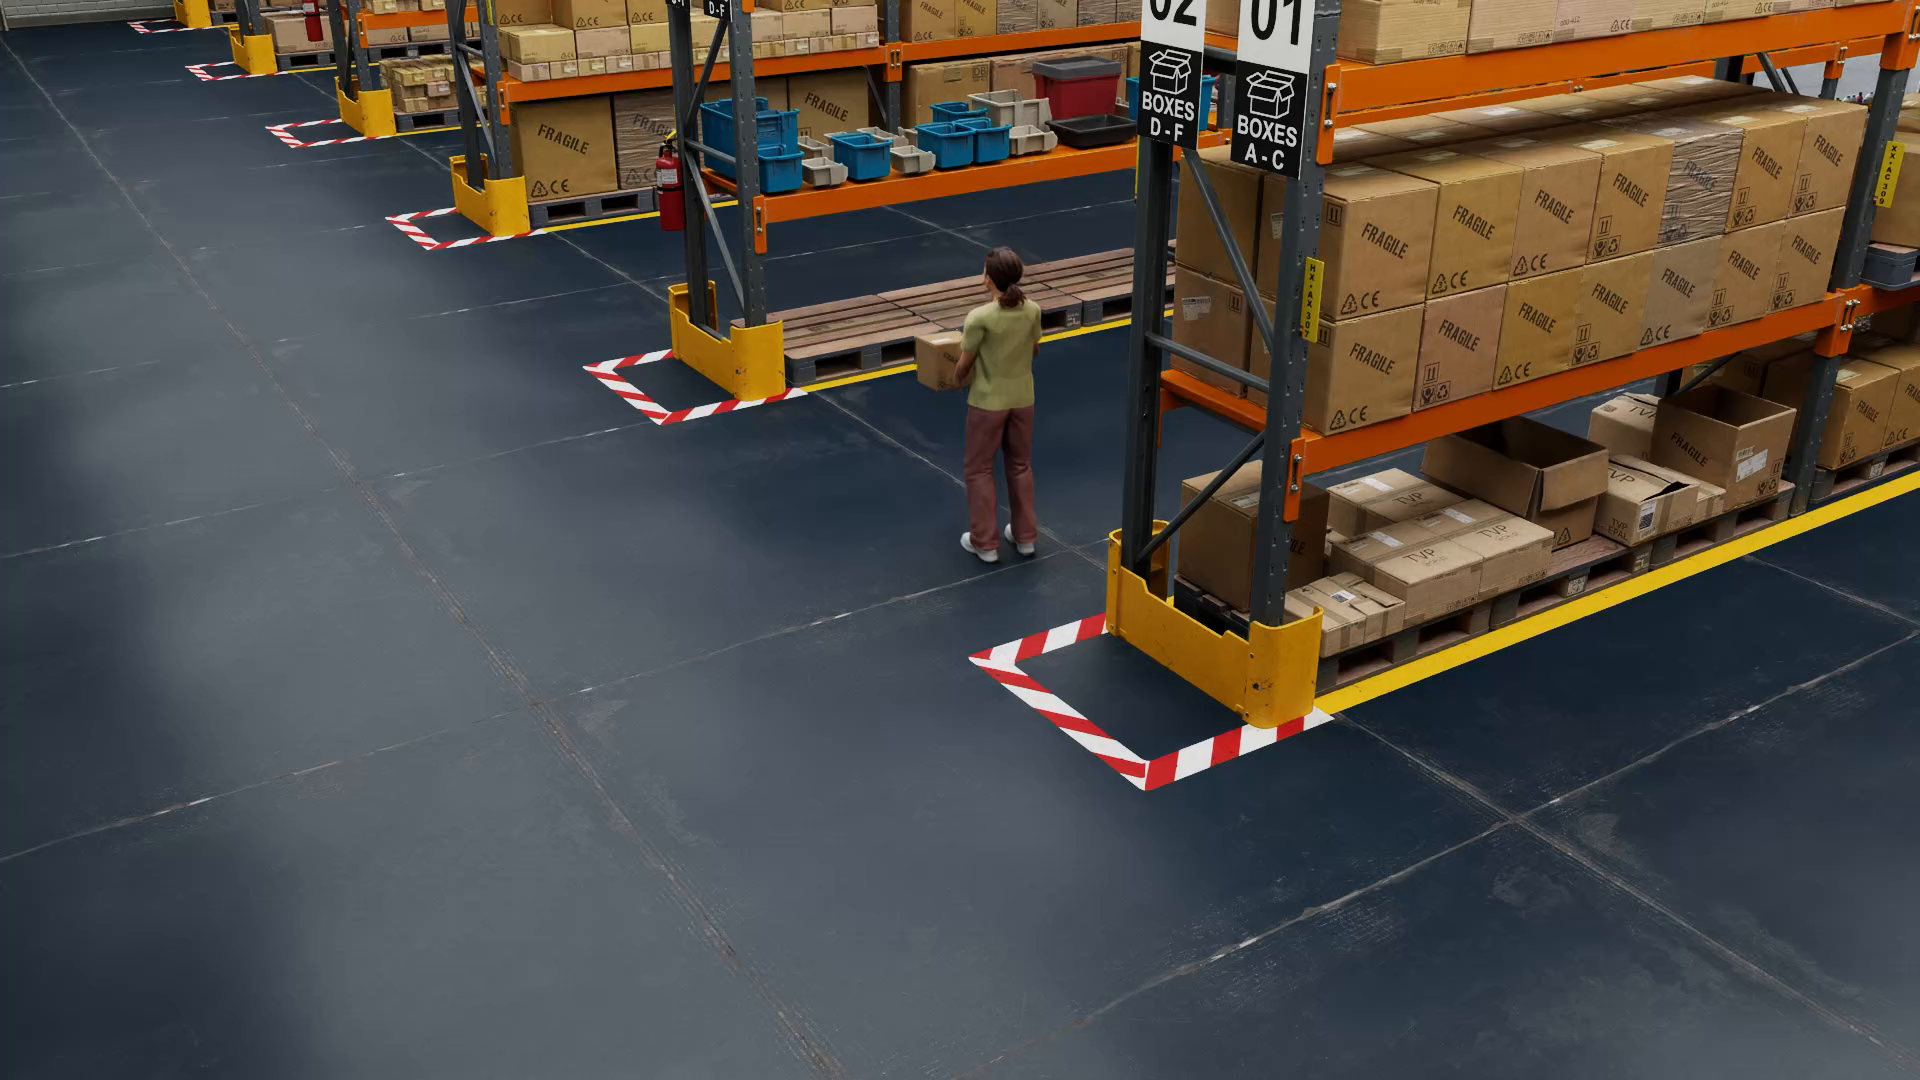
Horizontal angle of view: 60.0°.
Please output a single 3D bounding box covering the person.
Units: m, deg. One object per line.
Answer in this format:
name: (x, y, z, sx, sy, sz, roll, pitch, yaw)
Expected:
person: (0.182, -0.717, 8.631, 0.459, 1.674, 0.499, -11, 28, -23)
